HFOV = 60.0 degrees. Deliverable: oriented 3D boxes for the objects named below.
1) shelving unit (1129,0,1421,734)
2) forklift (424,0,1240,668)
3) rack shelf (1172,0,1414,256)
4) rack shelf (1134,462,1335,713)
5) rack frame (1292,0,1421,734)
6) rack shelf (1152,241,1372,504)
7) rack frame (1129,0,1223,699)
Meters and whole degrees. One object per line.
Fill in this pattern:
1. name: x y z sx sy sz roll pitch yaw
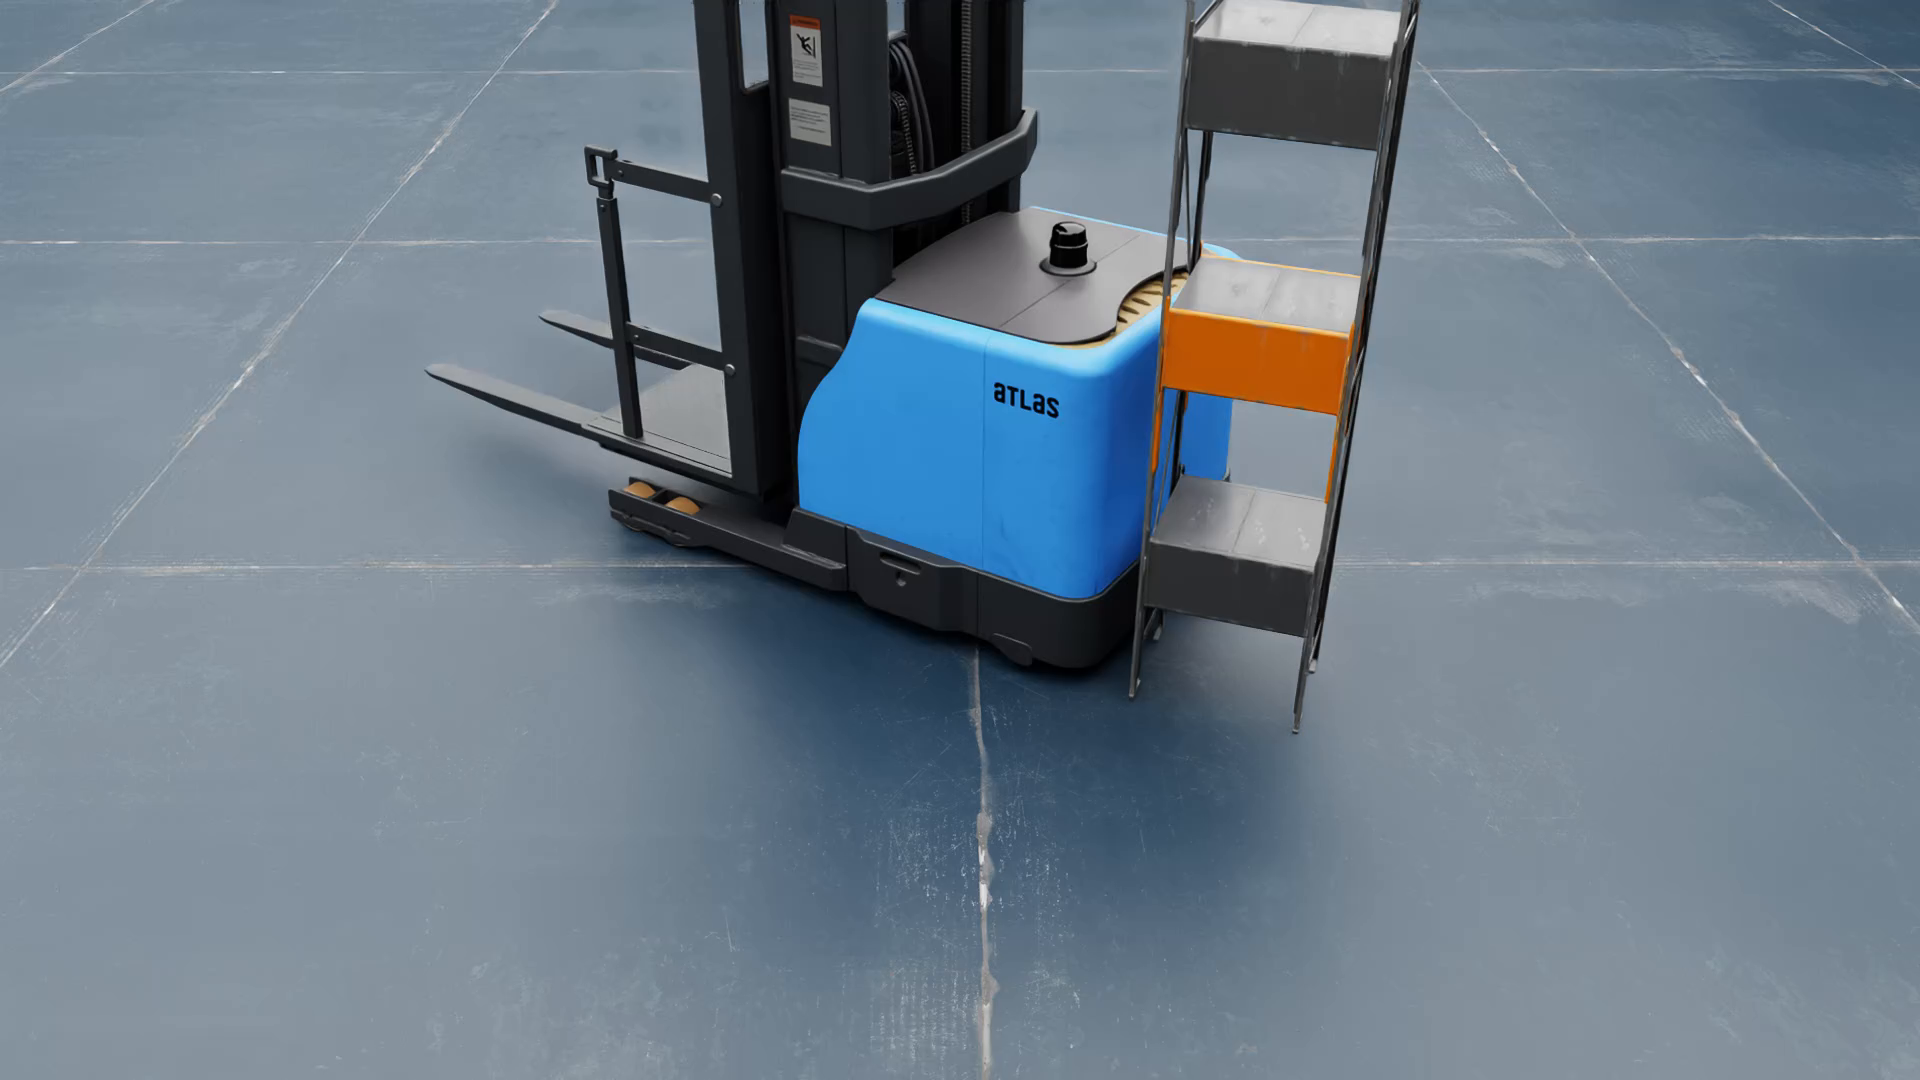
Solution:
1. shelving unit: 0.819 -0.473 4.493 0.503 2.100 0.431 11 33 16
2. forklift: -0.615 -1.440 5.298 3.031 2.935 1.130 19 36 28
3. rack shelf: 0.828 -1.055 4.130 0.480 0.518 0.431 11 33 16
4. rack shelf: 0.810 0.133 4.871 0.480 0.518 0.431 11 33 16
5. rack frame: 1.050 -0.428 4.427 0.015 2.100 0.400 11 33 16
6. rack shelf: 0.819 -0.461 4.501 0.480 0.518 0.431 11 33 16
7. rack frame: 0.588 -0.517 4.559 0.015 2.100 0.400 11 33 16
